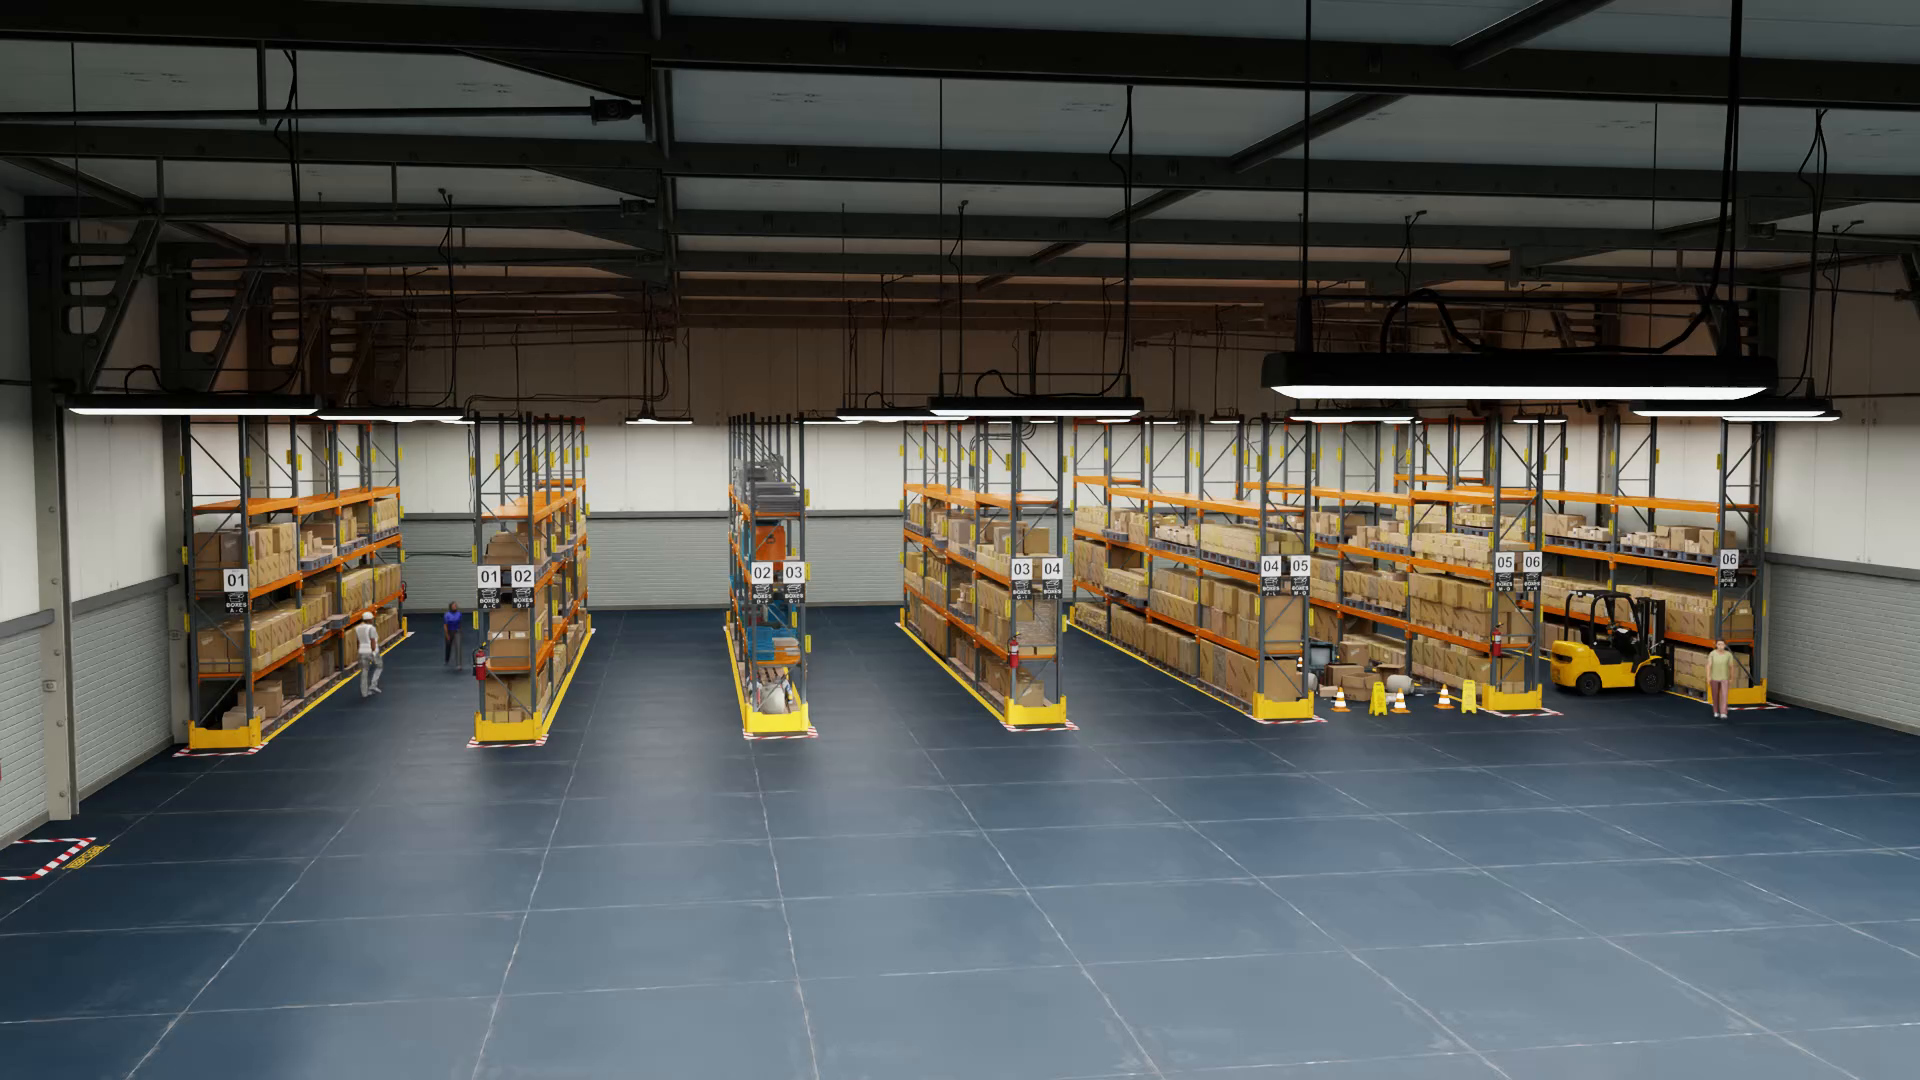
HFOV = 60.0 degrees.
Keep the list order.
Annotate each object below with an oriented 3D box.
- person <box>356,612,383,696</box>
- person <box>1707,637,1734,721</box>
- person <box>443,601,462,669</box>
[{"bbox_3d":[-12.610,2.413,35.397,0.558,1.764,0.498,0,4,7],"label":"person"},{"bbox_3d":[14.759,2.703,32.321,0.471,1.600,1.089,2,5,31],"label":"person"},{"bbox_3d":[-11.983,2.235,39.268,0.419,1.595,1.065,-2,4,-24],"label":"person"}]
